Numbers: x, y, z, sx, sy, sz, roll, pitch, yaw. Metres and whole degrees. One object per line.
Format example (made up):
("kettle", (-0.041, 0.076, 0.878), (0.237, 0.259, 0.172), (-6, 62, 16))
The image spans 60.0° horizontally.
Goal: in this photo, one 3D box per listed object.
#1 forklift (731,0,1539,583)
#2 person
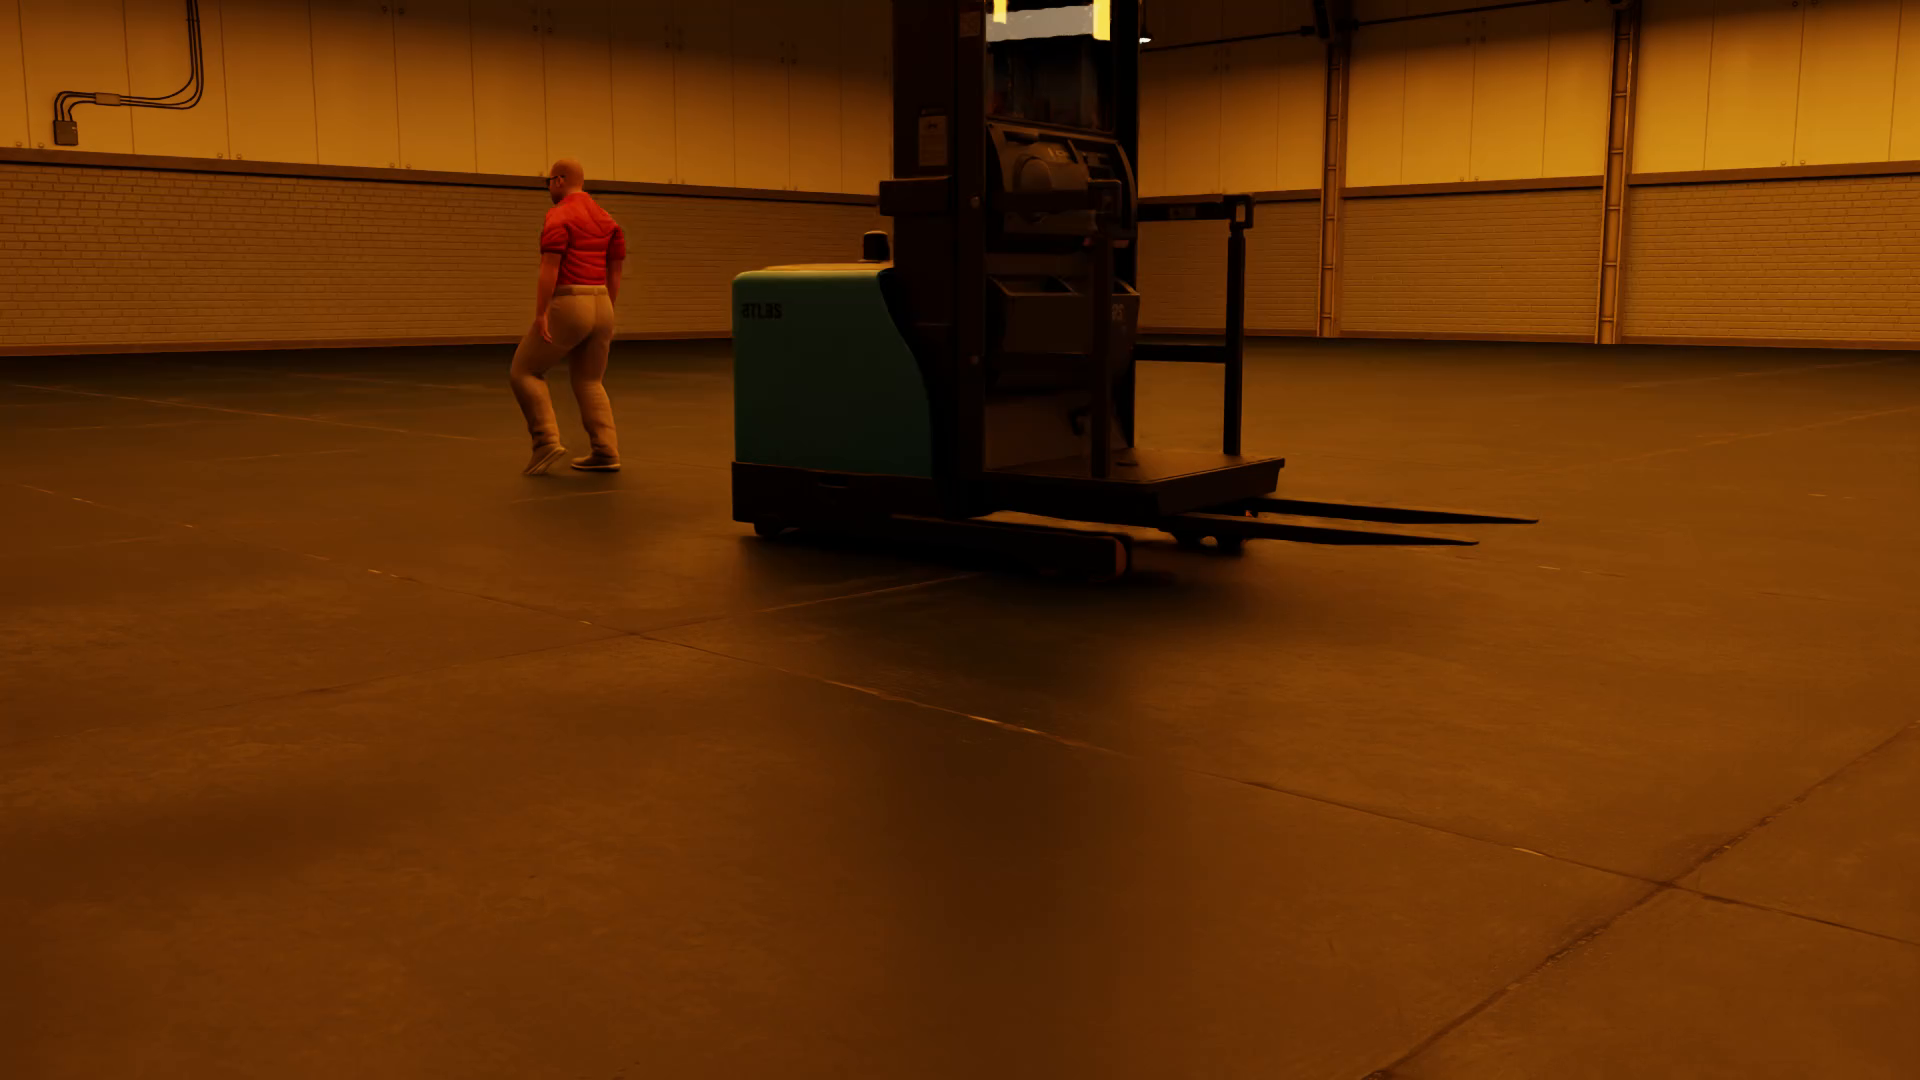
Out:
("forklift", (0.560, -1.391, 6.113), (3.031, 2.935, 1.130), (6, 11, 35))
("person", (-2.161, -1.204, 9.180), (0.494, 1.767, 0.641), (4, 10, 27))
